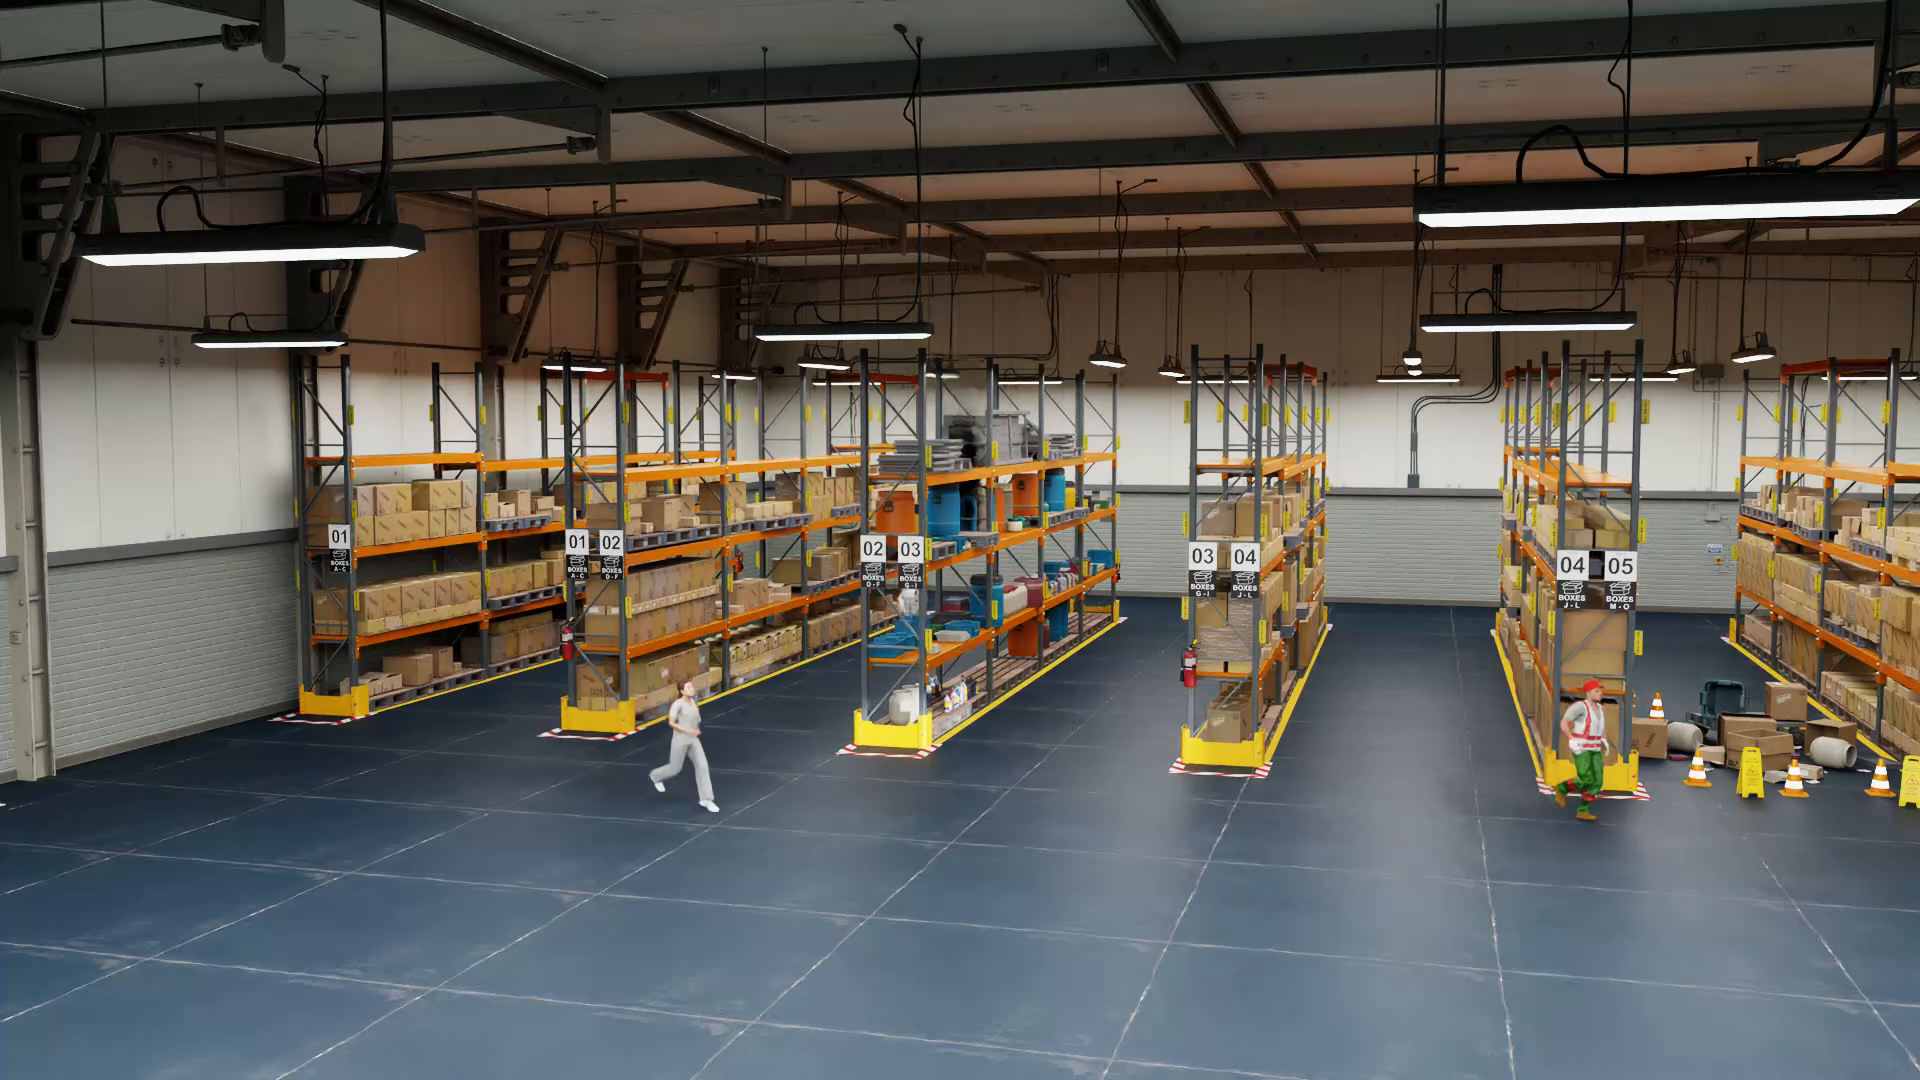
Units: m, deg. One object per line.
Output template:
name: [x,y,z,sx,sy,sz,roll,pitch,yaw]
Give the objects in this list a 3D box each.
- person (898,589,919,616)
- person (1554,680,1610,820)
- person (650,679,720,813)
person: [-1.019,1.555,34.987,0.618,1.694,0.827,1,4,8]
person: [7.768,2.594,20.699,0.698,1.744,0.600,-2,5,-27]
person: [-3.534,2.594,21.199,1.125,1.670,0.536,3,5,38]
